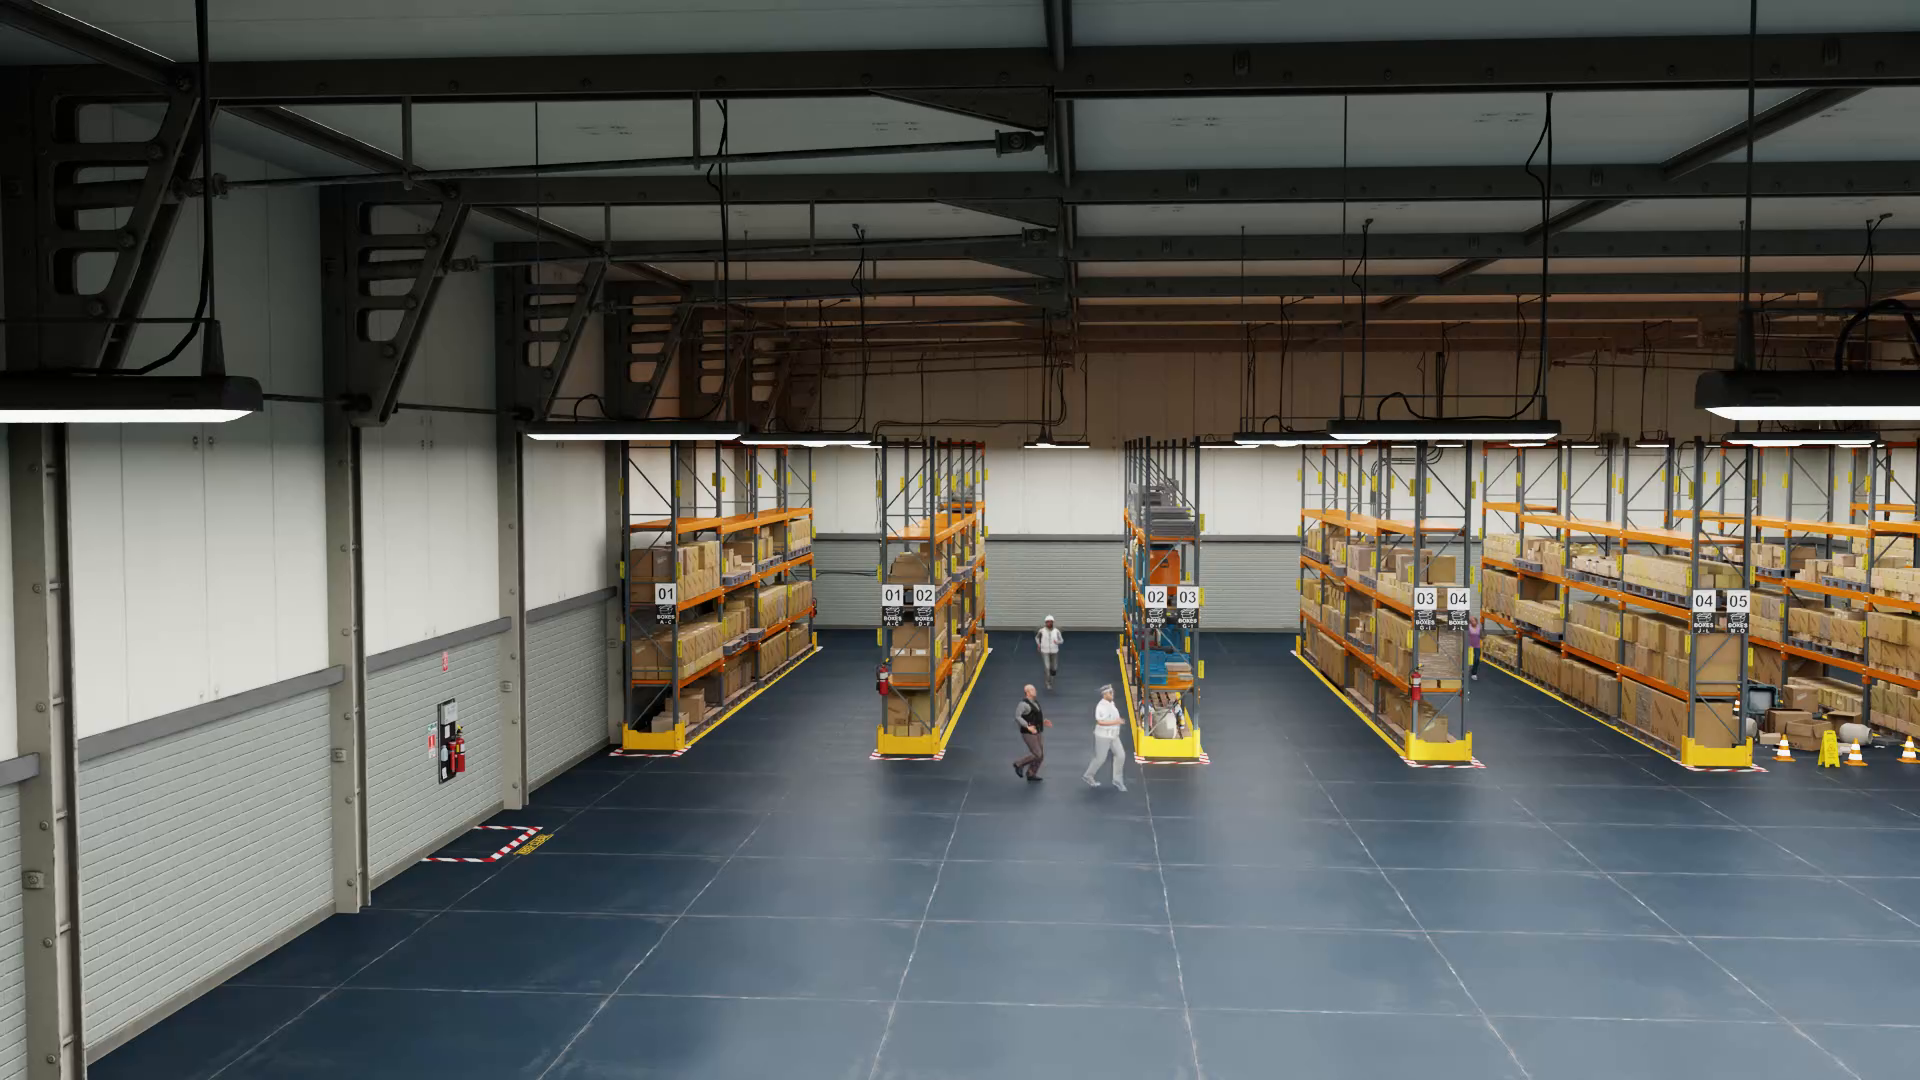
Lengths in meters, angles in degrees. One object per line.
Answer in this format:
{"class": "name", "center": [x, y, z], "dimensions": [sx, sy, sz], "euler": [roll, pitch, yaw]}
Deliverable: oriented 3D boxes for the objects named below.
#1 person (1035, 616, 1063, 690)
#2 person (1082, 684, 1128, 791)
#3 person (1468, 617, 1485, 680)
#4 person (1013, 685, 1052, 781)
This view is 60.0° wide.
{"class": "person", "center": [2.152, 2.697, 40.043], "dimensions": [0.667, 1.749, 0.919], "euler": [0, 3, -3]}
{"class": "person", "center": [2.458, 3.344, 28.058], "dimensions": [0.819, 1.852, 0.643], "euler": [2, 4, 33]}
{"class": "person", "center": [12.950, 2.718, 41.905], "dimensions": [0.552, 1.563, 0.666], "euler": [0, 3, 5]}
{"class": "person", "center": [1.252, 3.342, 28.796], "dimensions": [0.604, 1.673, 0.657], "euler": [2, 3, 29]}
